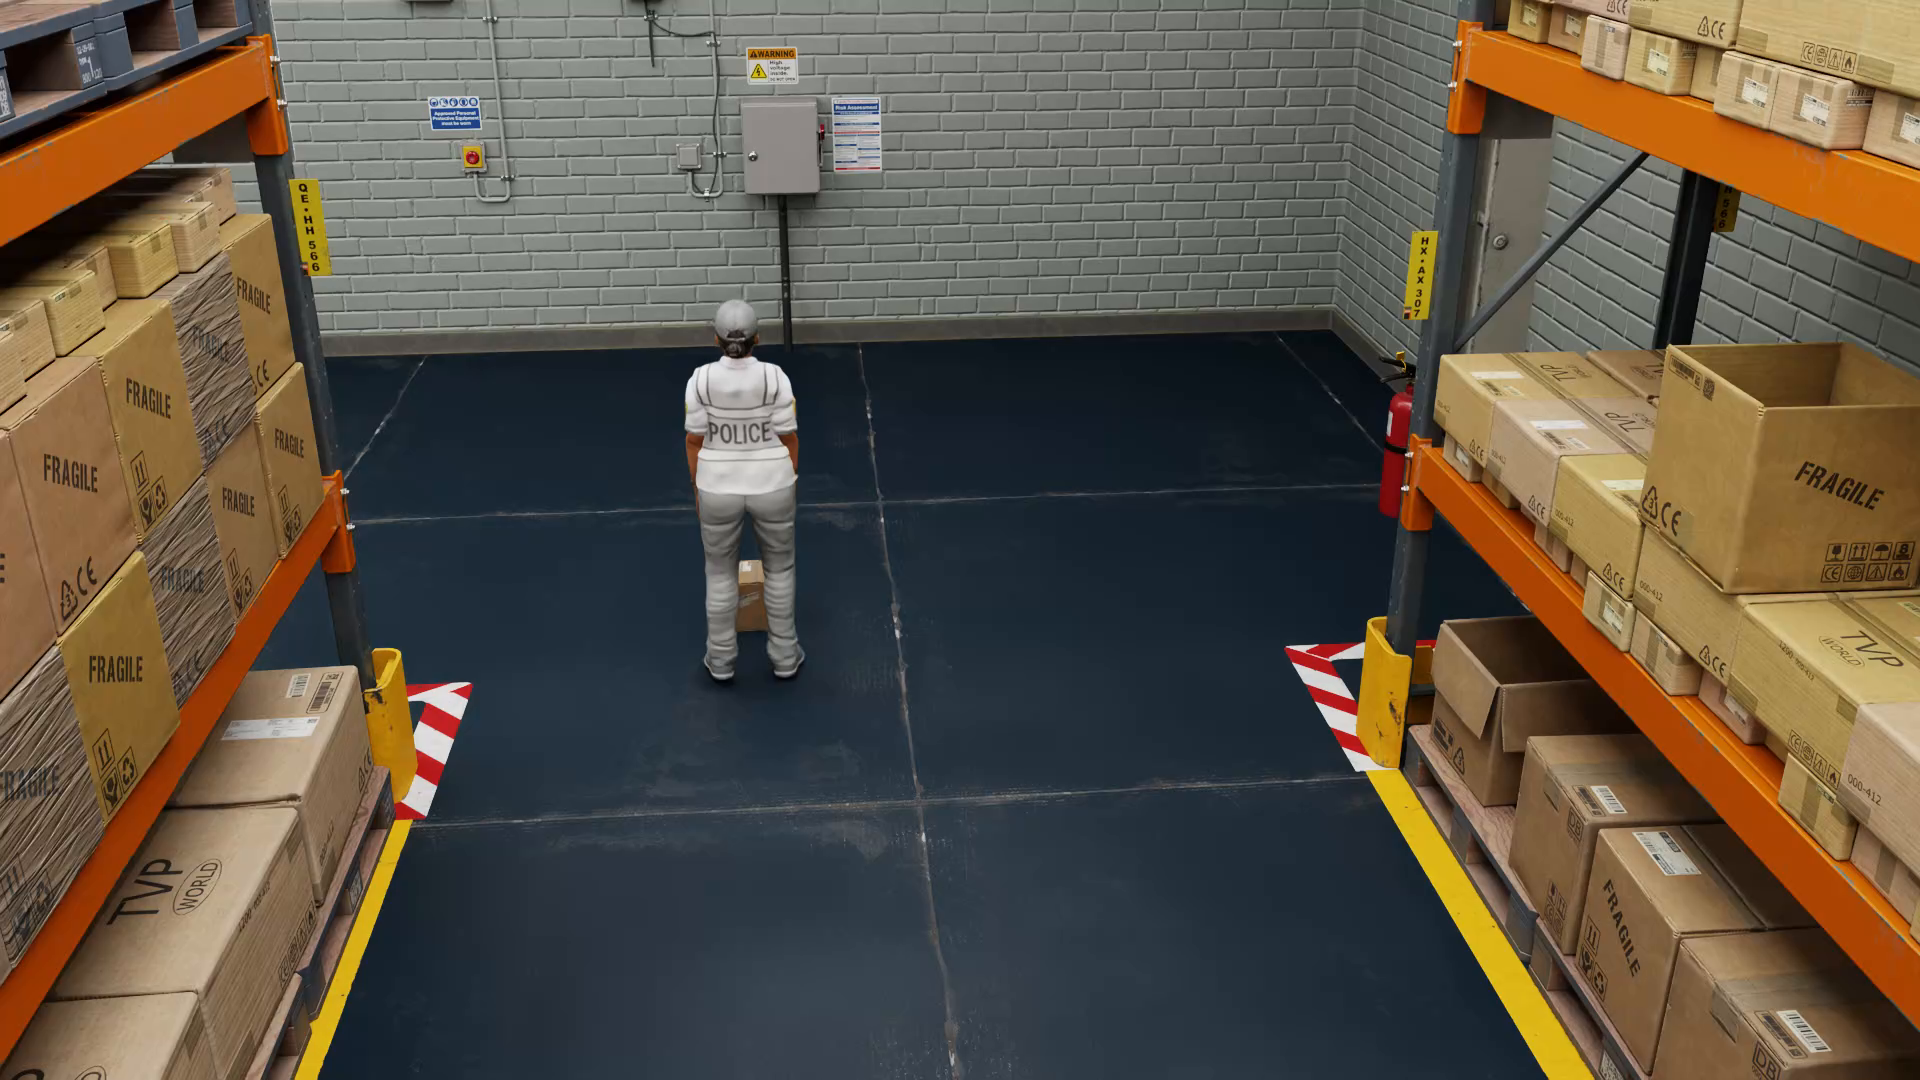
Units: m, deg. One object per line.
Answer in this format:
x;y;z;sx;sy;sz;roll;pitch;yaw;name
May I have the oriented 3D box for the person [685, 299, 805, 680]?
-0.908;-0.204;7.029;0.468;1.670;0.385;-2;24;-4;person
